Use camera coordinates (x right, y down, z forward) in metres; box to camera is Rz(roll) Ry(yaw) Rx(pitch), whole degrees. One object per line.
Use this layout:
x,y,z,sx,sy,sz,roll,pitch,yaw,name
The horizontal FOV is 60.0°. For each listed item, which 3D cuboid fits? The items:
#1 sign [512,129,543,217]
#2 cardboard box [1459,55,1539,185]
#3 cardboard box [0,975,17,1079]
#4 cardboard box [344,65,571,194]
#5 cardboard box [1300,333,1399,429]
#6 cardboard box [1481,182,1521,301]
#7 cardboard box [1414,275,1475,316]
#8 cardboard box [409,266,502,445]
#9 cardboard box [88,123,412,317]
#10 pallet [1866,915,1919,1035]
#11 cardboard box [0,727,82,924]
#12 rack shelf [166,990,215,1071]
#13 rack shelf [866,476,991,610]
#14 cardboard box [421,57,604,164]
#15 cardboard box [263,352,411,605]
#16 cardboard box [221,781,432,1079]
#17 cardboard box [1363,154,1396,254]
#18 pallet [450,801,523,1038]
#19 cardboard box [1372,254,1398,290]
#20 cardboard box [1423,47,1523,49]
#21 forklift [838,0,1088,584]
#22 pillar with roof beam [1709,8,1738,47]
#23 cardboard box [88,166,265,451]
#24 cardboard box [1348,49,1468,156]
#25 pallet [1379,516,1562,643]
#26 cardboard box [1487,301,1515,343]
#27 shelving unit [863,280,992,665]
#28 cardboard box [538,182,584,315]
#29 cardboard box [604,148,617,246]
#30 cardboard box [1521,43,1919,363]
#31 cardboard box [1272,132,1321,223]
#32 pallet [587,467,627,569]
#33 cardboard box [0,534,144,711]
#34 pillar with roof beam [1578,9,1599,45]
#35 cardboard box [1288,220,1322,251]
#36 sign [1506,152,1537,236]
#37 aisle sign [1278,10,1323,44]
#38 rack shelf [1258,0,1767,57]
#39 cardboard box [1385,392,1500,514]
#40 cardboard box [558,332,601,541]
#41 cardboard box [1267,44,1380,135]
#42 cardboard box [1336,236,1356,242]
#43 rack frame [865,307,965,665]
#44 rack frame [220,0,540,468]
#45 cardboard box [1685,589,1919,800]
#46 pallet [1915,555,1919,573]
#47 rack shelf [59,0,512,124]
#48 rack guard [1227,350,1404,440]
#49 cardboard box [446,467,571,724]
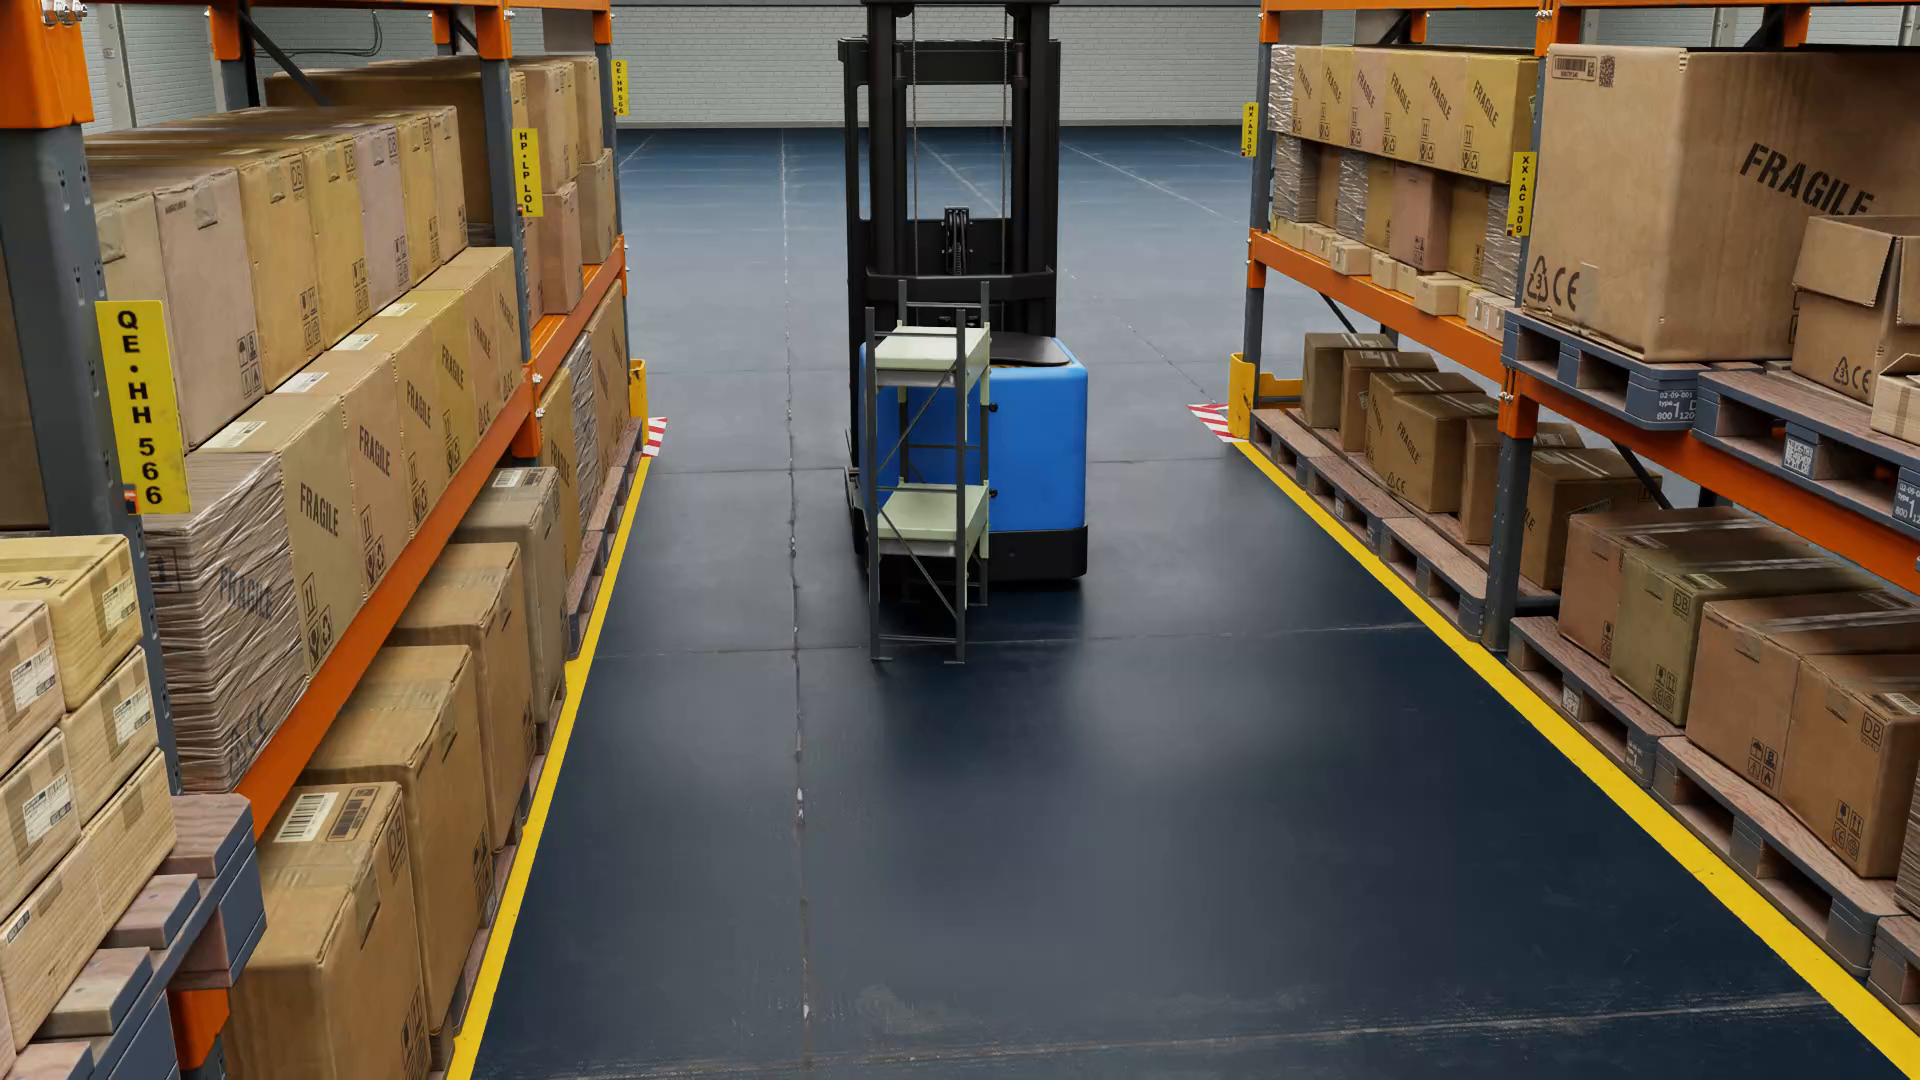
-1.638,-1.387,6.287,0.100,0.325,0.005,-2,18,-6,sign
2.447,-1.768,6.969,0.500,0.500,0.500,-2,18,-6,cardboard box
-1.206,0.542,1.662,0.380,0.149,0.250,-1,17,-5,cardboard box
-2.272,-1.876,7.592,0.875,0.550,0.550,-2,18,-6,cardboard box
2.402,-0.989,10.292,0.500,0.500,0.500,1,17,5,cardboard box
2.782,-1.302,7.152,0.875,0.500,0.500,-2,18,-6,cardboard box
2.333,-1.133,7.699,0.380,0.149,0.250,-2,18,-6,cardboard box
-1.805,-0.603,5.423,0.500,0.500,0.500,-2,18,-6,cardboard box
-2.013,-0.926,4.783,0.700,0.500,0.500,-2,18,-5,cardboard box
3.100,1.313,4.142,1.003,0.211,1.213,-2,18,-6,pallet
-1.231,0.329,1.843,0.380,0.149,0.250,-1,17,-4,cardboard box
-1.558,1.278,0.800,1.077,0.370,4.000,-2,18,-6,rack shelf
-0.125,0.002,7.255,0.431,0.370,0.720,3,18,8,rack shelf
-2.441,-2.359,9.129,0.875,0.550,0.550,-2,18,-6,cardboard box
-1.649,-0.153,3.989,0.500,0.500,0.500,-2,18,-6,cardboard box
-1.738,1.027,3.451,1.050,0.750,0.750,-2,18,-6,cardboard box
2.603,-1.748,8.573,0.875,0.500,0.500,-2,18,-6,cardboard box
-1.894,1.069,4.919,1.003,0.211,1.213,-2,18,-6,pallet
2.312,-1.359,8.416,0.380,0.149,0.250,-2,18,-6,cardboard box
2.763,-2.380,8.919,0.500,0.500,0.500,-2,18,-6,cardboard box
-0.068,-1.586,8.836,1.130,2.935,3.031,-2,18,-6,forklift
11.310,-12.325,32.911,9.100,9.000,0.400,-2,18,-6,pillar with roof beam
-1.854,-0.471,3.332,0.700,0.500,0.500,-2,18,-6,cardboard box
2.295,-2.215,8.393,0.500,0.500,0.500,-2,18,-6,cardboard box
2.662,0.155,7.830,1.003,0.211,1.213,-2,18,-6,pallet
2.452,-0.911,6.991,0.380,0.149,0.250,-2,18,-6,cardboard box
-0.125,-0.309,7.157,0.431,1.500,0.755,3,18,8,shelving unit
-2.245,-1.362,7.757,0.875,0.550,0.550,-2,18,-6,cardboard box
-2.506,-2.007,9.812,0.875,0.550,0.550,-2,18,-6,cardboard box
2.710,-1.222,5.858,1.000,1.000,1.000,-2,18,-5,cardboard box
2.384,-2.193,9.990,0.875,0.500,0.500,-2,18,-6,cardboard box
-2.307,-0.116,8.694,1.003,0.211,1.213,-2,18,-6,pallet
-1.258,0.106,2.056,0.380,0.149,0.250,-2,18,-8,cardboard box
10.691,-14.112,38.605,9.100,9.000,0.400,-2,18,-6,pillar with roof beam
2.164,-1.806,9.840,0.380,0.149,0.250,-2,18,-6,cardboard box
2.228,-1.370,6.588,0.100,0.325,0.005,-2,18,-6,sign
2.049,-3.417,10.214,0.394,0.787,0.004,-2,18,-6,aisle sign
2.561,-2.660,8.335,1.077,0.370,4.000,-2,18,-6,rack shelf
2.557,-0.457,8.598,0.500,0.500,0.500,-3,18,-11,cardboard box
-2.269,-0.498,8.101,0.875,0.875,0.875,-2,18,-5,cardboard box
2.140,-2.662,9.816,0.500,0.500,0.500,-2,18,-6,cardboard box
2.282,-1.584,9.133,0.380,0.149,0.250,-2,18,-6,cardboard box
-0.178,-0.200,6.812,0.400,1.500,0.023,3,18,8,rack frame
-2.177,-0.853,6.386,1.000,3.000,0.127,-2,18,-6,rack frame
2.897,0.500,5.517,0.700,0.500,0.500,-3,18,-10,cardboard box
3.000,0.098,3.677,1.213,0.211,1.003,-2,18,-6,pallet
-1.971,-1.345,4.147,1.077,0.370,4.000,-2,18,-6,rack shelf
2.362,-0.953,10.877,1.175,0.500,0.348,-2,18,-6,rack guard
-2.024,0.202,6.080,1.050,0.750,0.750,-2,18,-6,cardboard box
